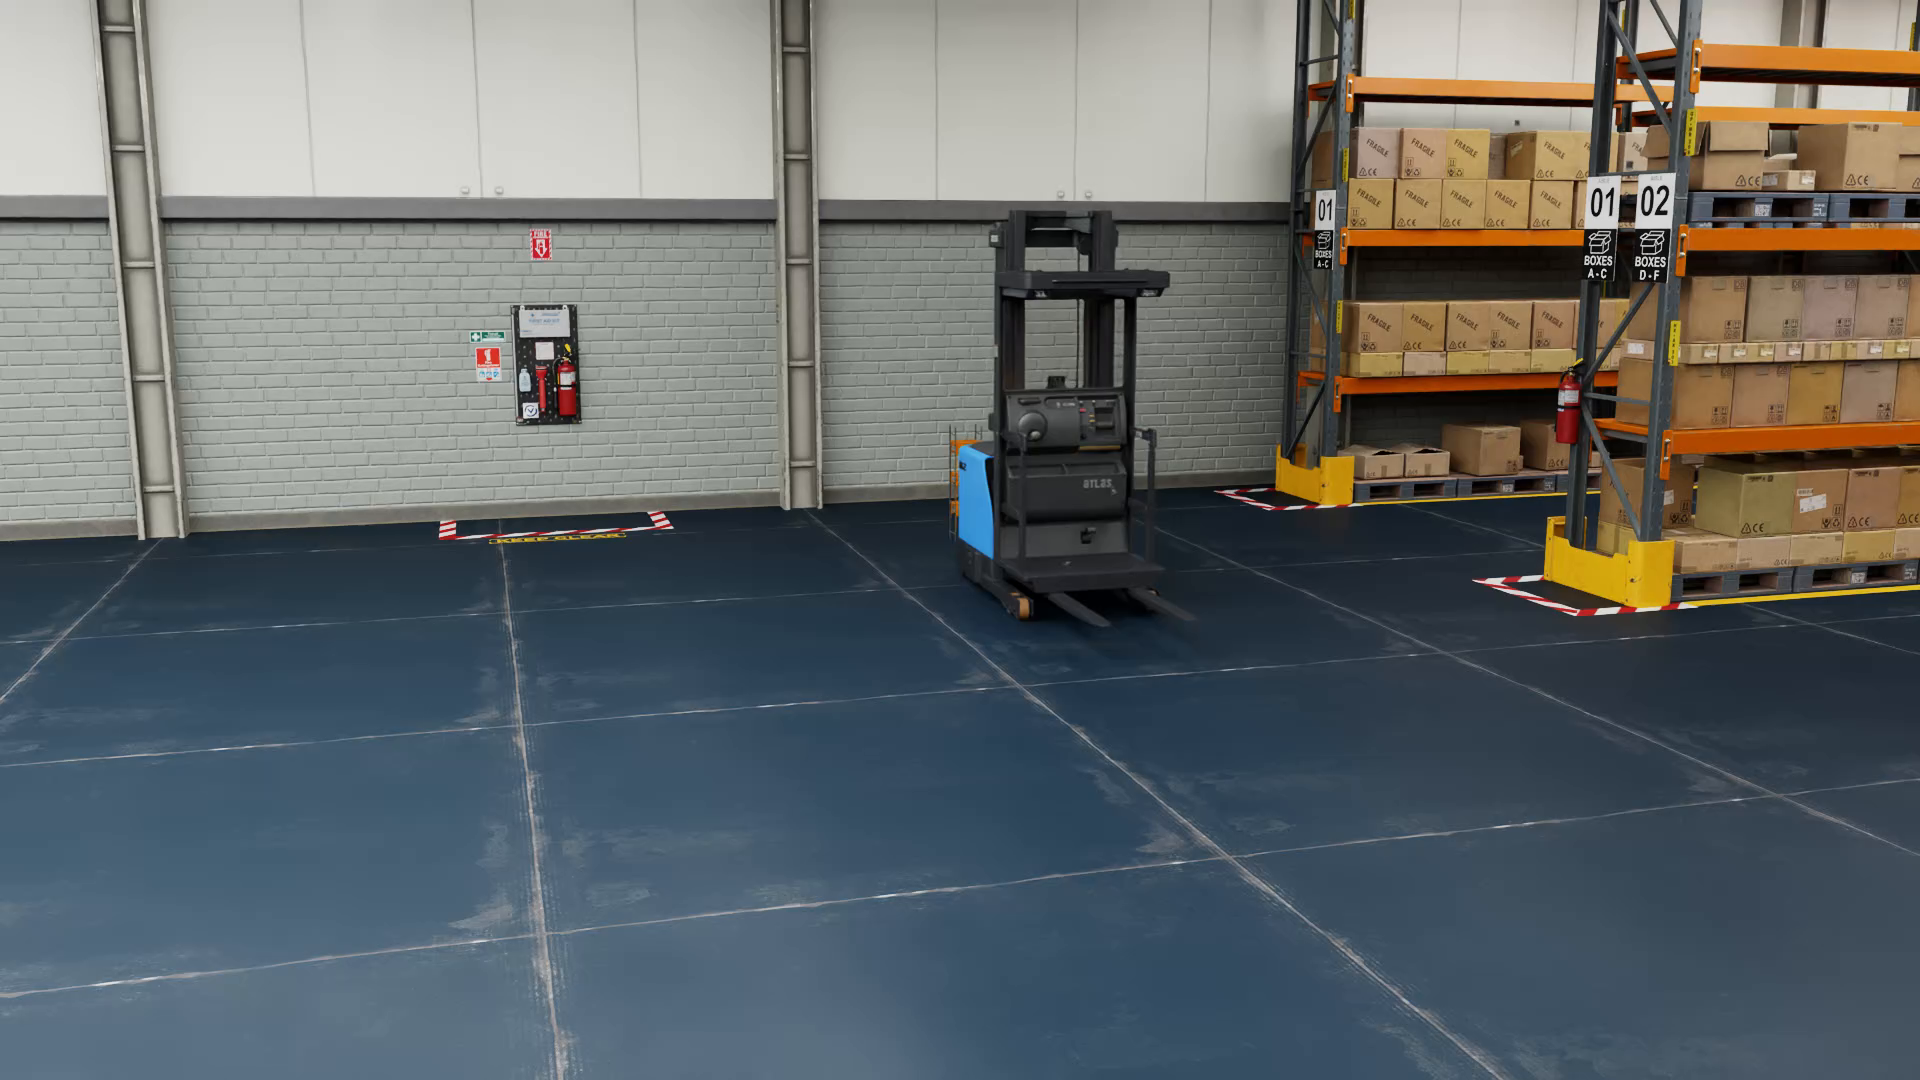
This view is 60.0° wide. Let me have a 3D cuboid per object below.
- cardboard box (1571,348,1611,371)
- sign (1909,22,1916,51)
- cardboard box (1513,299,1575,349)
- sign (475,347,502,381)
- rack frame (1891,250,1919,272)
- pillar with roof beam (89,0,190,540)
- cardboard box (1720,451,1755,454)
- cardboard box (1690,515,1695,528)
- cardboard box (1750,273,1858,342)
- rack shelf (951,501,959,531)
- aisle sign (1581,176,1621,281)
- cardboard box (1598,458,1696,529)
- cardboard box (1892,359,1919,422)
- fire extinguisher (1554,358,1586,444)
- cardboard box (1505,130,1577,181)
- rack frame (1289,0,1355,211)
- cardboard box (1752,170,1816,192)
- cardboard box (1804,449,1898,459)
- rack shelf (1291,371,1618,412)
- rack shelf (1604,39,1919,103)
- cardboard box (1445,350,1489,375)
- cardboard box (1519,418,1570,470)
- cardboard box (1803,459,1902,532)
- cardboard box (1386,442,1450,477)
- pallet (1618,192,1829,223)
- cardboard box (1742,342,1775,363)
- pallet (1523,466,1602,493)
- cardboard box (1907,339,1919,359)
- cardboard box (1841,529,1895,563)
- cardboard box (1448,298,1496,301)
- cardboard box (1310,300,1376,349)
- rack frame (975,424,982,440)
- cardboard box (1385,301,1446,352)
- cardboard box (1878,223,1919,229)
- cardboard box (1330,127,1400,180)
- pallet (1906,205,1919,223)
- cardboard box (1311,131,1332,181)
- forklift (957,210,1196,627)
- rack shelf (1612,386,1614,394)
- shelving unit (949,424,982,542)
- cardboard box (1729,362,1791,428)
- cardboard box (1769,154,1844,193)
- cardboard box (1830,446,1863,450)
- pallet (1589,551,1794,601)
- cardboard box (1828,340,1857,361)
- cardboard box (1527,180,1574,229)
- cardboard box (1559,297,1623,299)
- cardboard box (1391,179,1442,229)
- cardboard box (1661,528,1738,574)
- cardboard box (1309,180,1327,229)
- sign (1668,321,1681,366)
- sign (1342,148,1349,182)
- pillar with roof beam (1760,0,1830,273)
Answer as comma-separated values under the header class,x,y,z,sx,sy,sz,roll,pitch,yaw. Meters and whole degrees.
class,x,y,z,sx,sy,sz,roll,pitch,yaw
cardboard box,6.688,-1.973,18.043,0.500,0.250,0.500,-3,11,-16
sign,11.221,-5.924,19.557,0.005,0.325,0.100,-3,11,-16
cardboard box,6.207,-2.315,17.827,0.500,0.500,0.500,-3,11,-18
sign,-4.576,-1.706,16.136,0.234,0.329,0.001,-3,11,-16
rack frame,11.379,-2.340,19.676,0.127,3.000,1.000,-3,11,-16
pillar with roof beam,-6.190,-3.716,10.579,0.400,9.000,9.100,-3,11,-16
cardboard box,8.723,-1.200,19.170,0.500,0.500,0.700,-3,11,-17
cardboard box,5.995,-0.034,13.586,0.500,0.250,0.500,-3,11,-16
cardboard box,6.576,-1.839,13.094,0.500,0.500,0.700,-3,11,-16
rack shelf,0.051,-0.235,15.222,0.240,0.259,0.215,-3,11,-16
aisle sign,4.941,-2.400,12.824,0.004,0.787,0.394,-3,11,-16
cardboard box,5.518,-0.376,13.372,0.500,0.500,0.500,-3,11,-16
cardboard box,7.515,-1.250,13.477,0.500,0.500,0.700,-3,11,-15
fire extinguisher,4.843,-1.111,13.213,0.183,0.674,0.296,-3,11,-16
cardboard box,6.112,-4.033,17.496,0.500,0.500,0.500,-3,11,-18
rack frame,3.698,-4.886,16.934,0.127,3.000,1.000,-3,11,-16
cardboard box,6.265,-2.730,12.658,0.250,0.149,0.380,-3,11,-16
cardboard box,7.434,-0.480,13.936,0.500,0.500,0.500,-3,11,-16
rack shelf,5.618,-1.683,18.092,4.000,0.370,1.077,-3,11,-16
rack shelf,7.006,-3.575,12.908,4.000,0.370,1.077,-3,11,-16
cardboard box,5.241,-1.894,17.614,0.500,0.250,0.500,-3,11,-17
cardboard box,6.553,-1.065,18.440,0.500,0.500,0.500,-4,11,-20
cardboard box,7.104,-0.361,13.290,0.500,0.500,0.500,-3,11,-16
cardboard box,4.935,-0.877,17.942,0.500,0.311,0.500,-2,11,-11
pallet,5.772,-2.537,12.707,1.213,0.211,1.003,-3,11,-16
cardboard box,6.016,-1.451,12.779,0.250,0.149,0.380,-3,11,-16
pallet,6.904,-0.726,18.611,1.213,0.211,1.003,-3,11,-16
cardboard box,7.506,-1.530,13.207,0.250,0.149,0.380,-3,11,-14
cardboard box,7.104,0.007,13.359,0.500,0.250,0.500,-3,11,-16
cardboard box,5.556,-2.377,18.165,0.500,0.500,0.500,-3,11,-15
cardboard box,4.091,-2.301,17.751,0.500,0.500,0.500,-3,11,-17
rack frame,0.169,-0.525,15.203,0.008,1.050,0.200,-3,11,-16
cardboard box,4.718,-2.235,17.395,0.500,0.500,0.500,-3,11,-16
cardboard box,10.763,-3.698,18.958,0.500,0.311,0.500,-3,11,-16
cardboard box,4.136,-3.938,16.981,0.500,0.500,0.500,-4,11,-20
pallet,8.115,-2.661,13.377,1.213,0.211,1.003,-3,11,-16
cardboard box,4.039,-4.028,17.469,0.500,0.500,0.500,-3,11,-13
forklift,0.855,-0.936,12.237,1.130,2.935,3.031,-3,11,-15
rack shelf,9.459,-1.885,19.191,4.000,0.370,1.077,-3,11,-16
shelving unit,0.051,-0.519,15.170,0.252,1.050,0.215,-3,11,-16
cardboard box,6.041,-1.172,13.056,0.500,0.500,0.700,-3,11,-14
cardboard box,6.652,-2.913,13.204,0.500,0.311,0.500,-2,11,-9
cardboard box,10.175,-1.276,19.583,0.500,0.500,0.700,-3,11,-16
pallet,5.809,0.251,13.302,1.213,0.211,1.003,-3,11,-16
cardboard box,6.759,-1.490,12.993,0.250,0.149,0.380,-3,11,-17
cardboard box,6.112,-3.545,17.607,0.500,0.500,0.500,-3,11,-18
cardboard box,7.029,-2.455,18.588,0.500,0.500,0.500,-3,11,-17
cardboard box,4.615,-3.464,17.164,0.500,0.500,0.500,-2,11,-12
cardboard box,5.663,0.083,12.949,0.500,0.250,0.500,-3,11,-16
cardboard box,4.028,-3.535,17.548,0.500,0.500,0.500,-2,11,-12
sign,5.236,-1.442,12.189,0.005,0.325,0.100,-3,11,-16
sign,3.850,-3.746,16.614,0.005,0.325,0.100,-3,11,-16
pillar with roof beam,11.092,-4.627,15.527,0.400,9.000,9.100,-3,11,-16
